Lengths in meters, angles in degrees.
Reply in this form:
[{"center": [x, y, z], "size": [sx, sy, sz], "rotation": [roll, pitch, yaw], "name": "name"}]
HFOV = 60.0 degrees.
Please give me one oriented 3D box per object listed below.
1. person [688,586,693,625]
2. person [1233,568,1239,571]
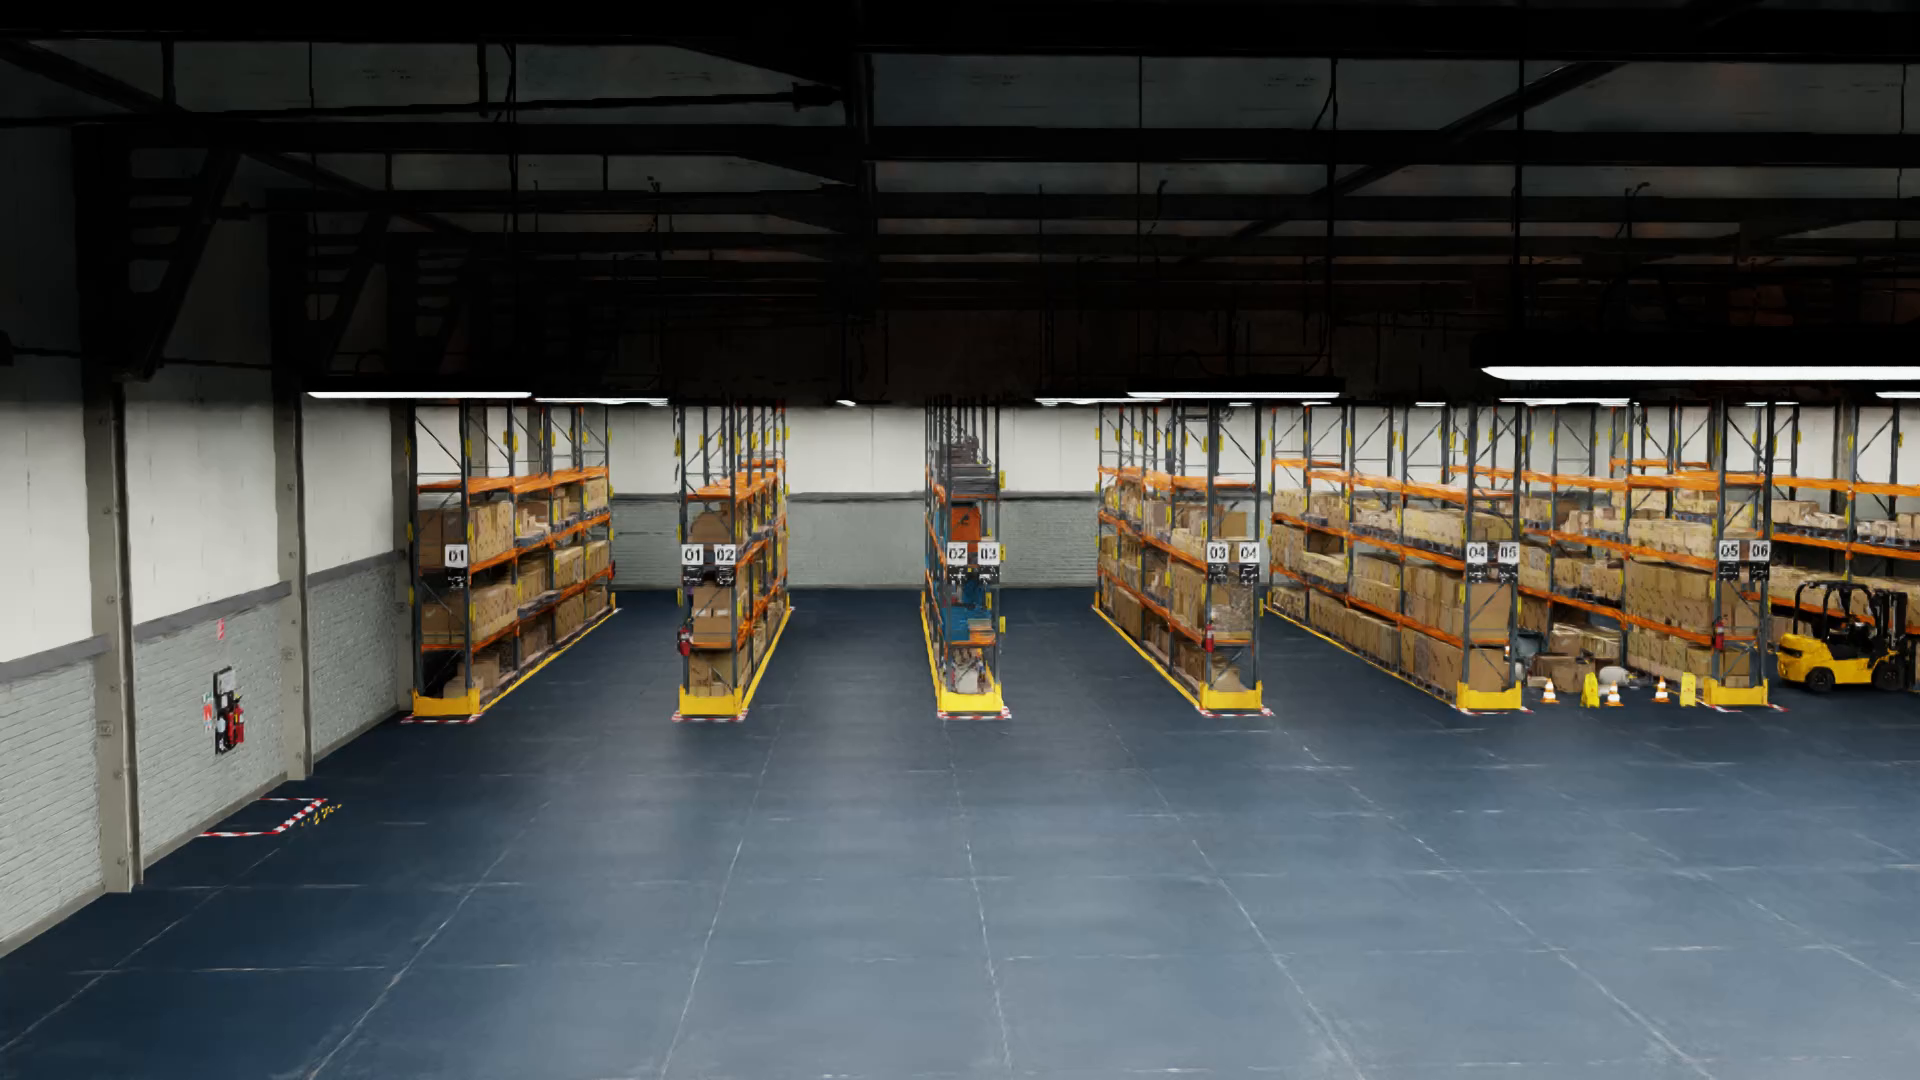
[{"center": [-7.061, 1.459, 43.903], "size": [0.407, 1.594, 0.459], "rotation": [-3, 5, -33], "name": "person"}, {"center": [8.524, 0.815, 51.694], "size": [0.612, 1.662, 0.500], "rotation": [-3, 6, -37], "name": "person"}]
